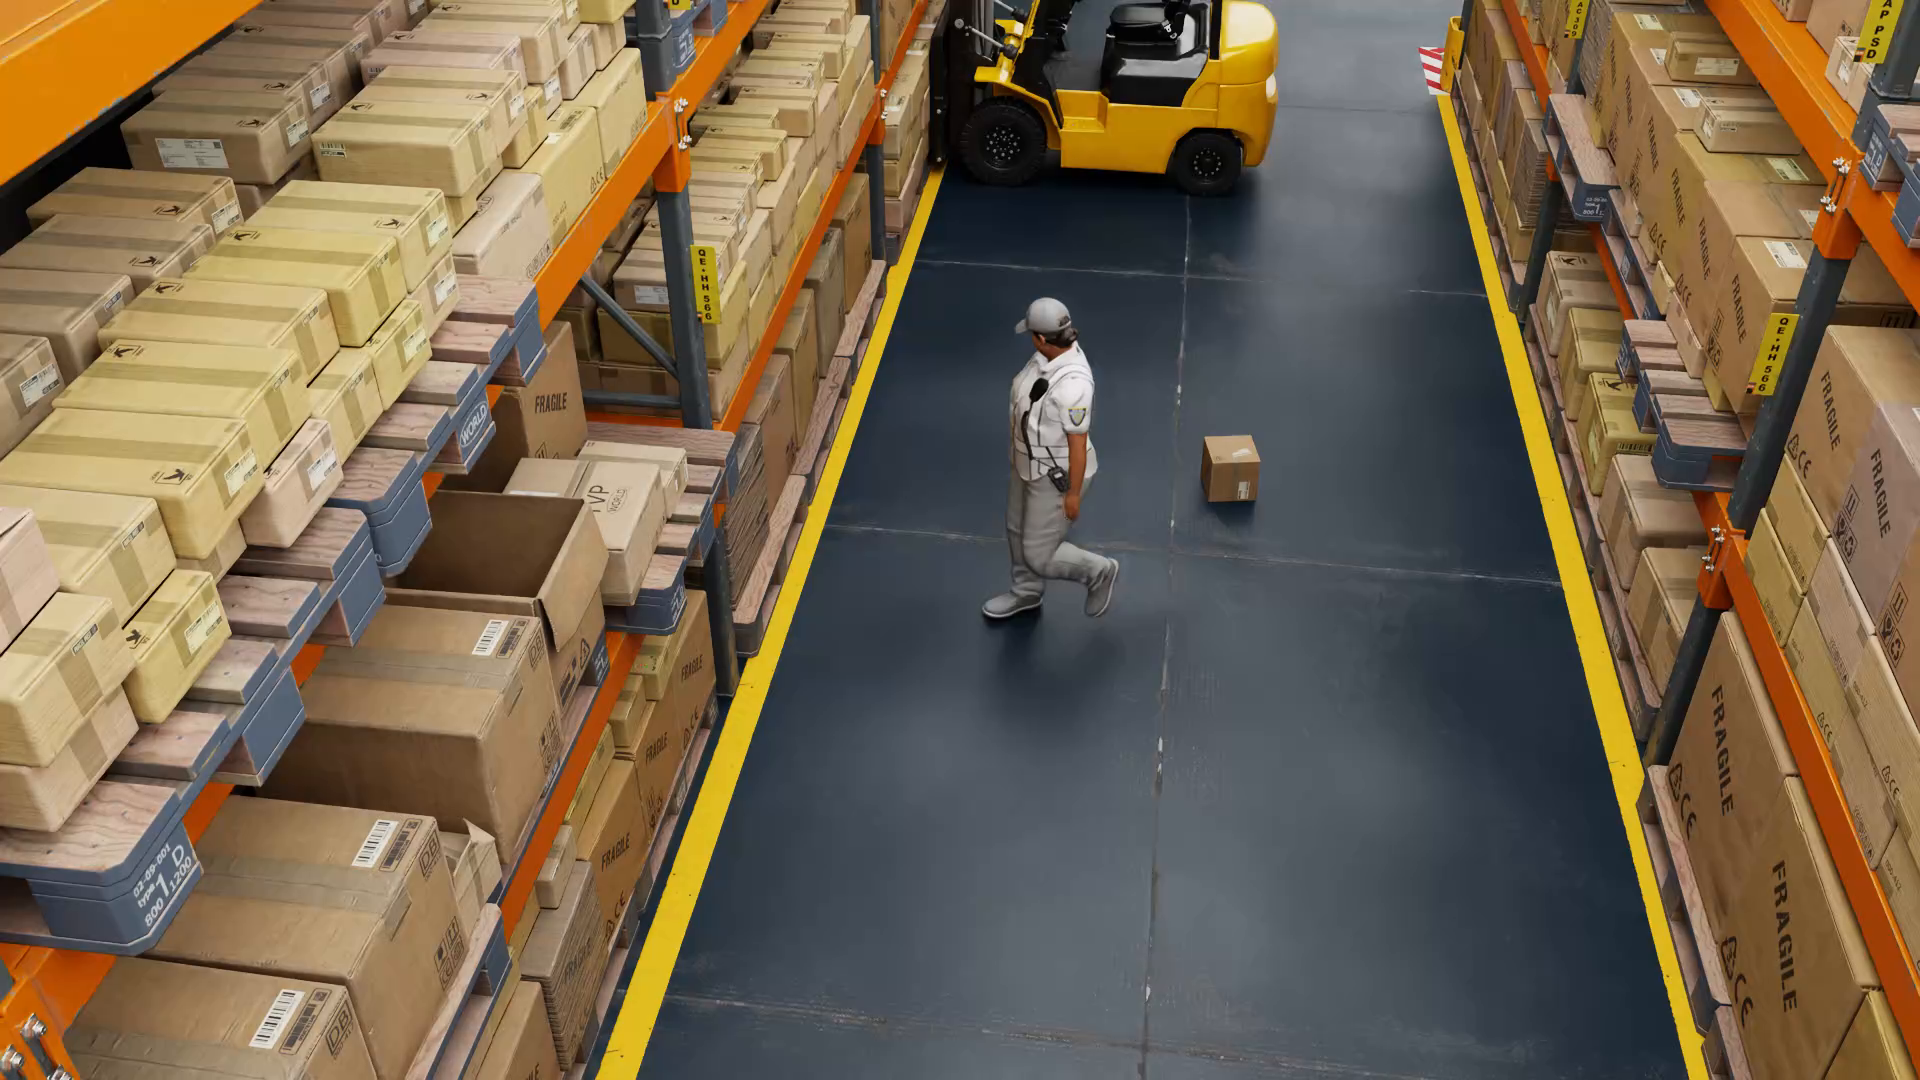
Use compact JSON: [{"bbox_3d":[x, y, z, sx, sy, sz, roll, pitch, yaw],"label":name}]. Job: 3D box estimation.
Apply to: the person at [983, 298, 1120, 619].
[{"bbox_3d":[0.421,-0.321,7.452,0.613,1.647,0.504,-10,38,-13],"label":"person"}]
